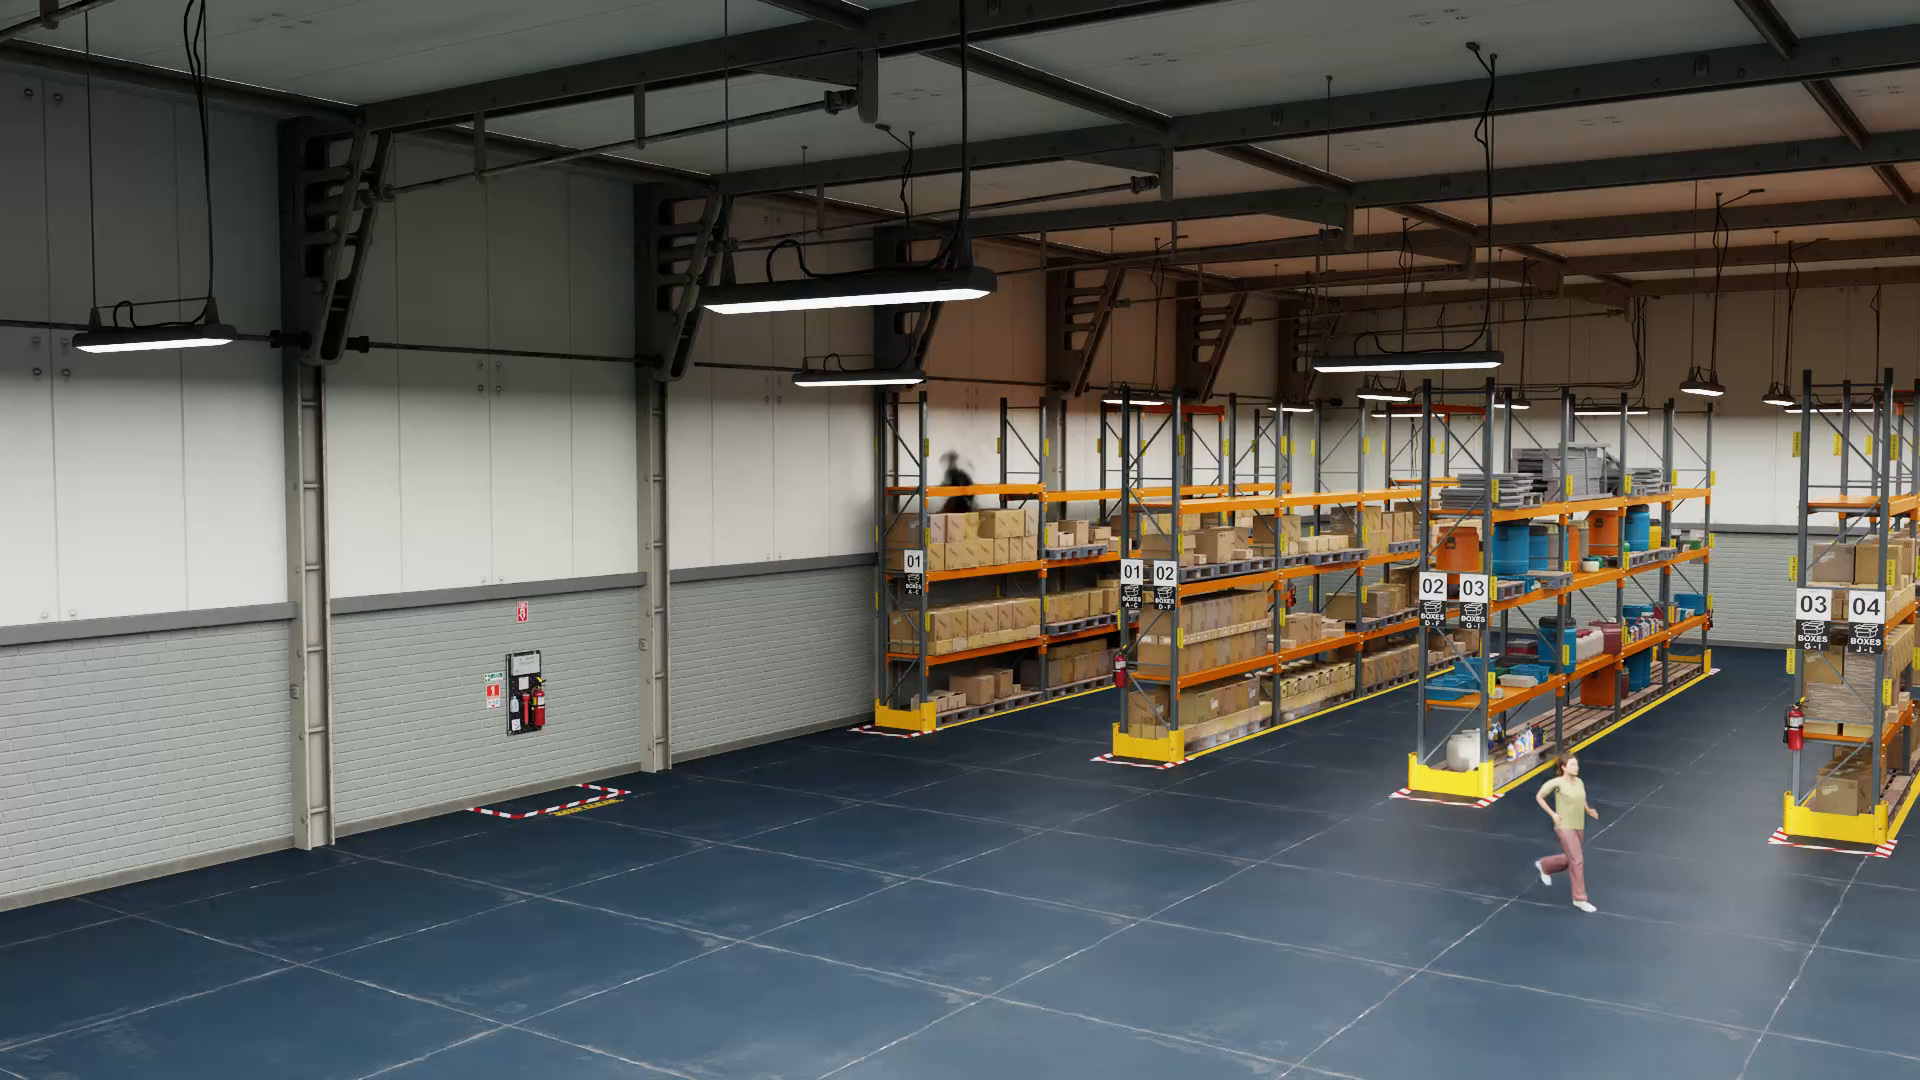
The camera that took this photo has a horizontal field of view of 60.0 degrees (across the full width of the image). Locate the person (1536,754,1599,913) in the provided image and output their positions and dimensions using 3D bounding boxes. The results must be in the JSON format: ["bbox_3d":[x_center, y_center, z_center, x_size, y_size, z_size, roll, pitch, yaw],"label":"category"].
[{"bbox_3d":[6.645,3.168,18.252,0.579,1.669,0.879,-2,4,-27],"label":"person"}]
